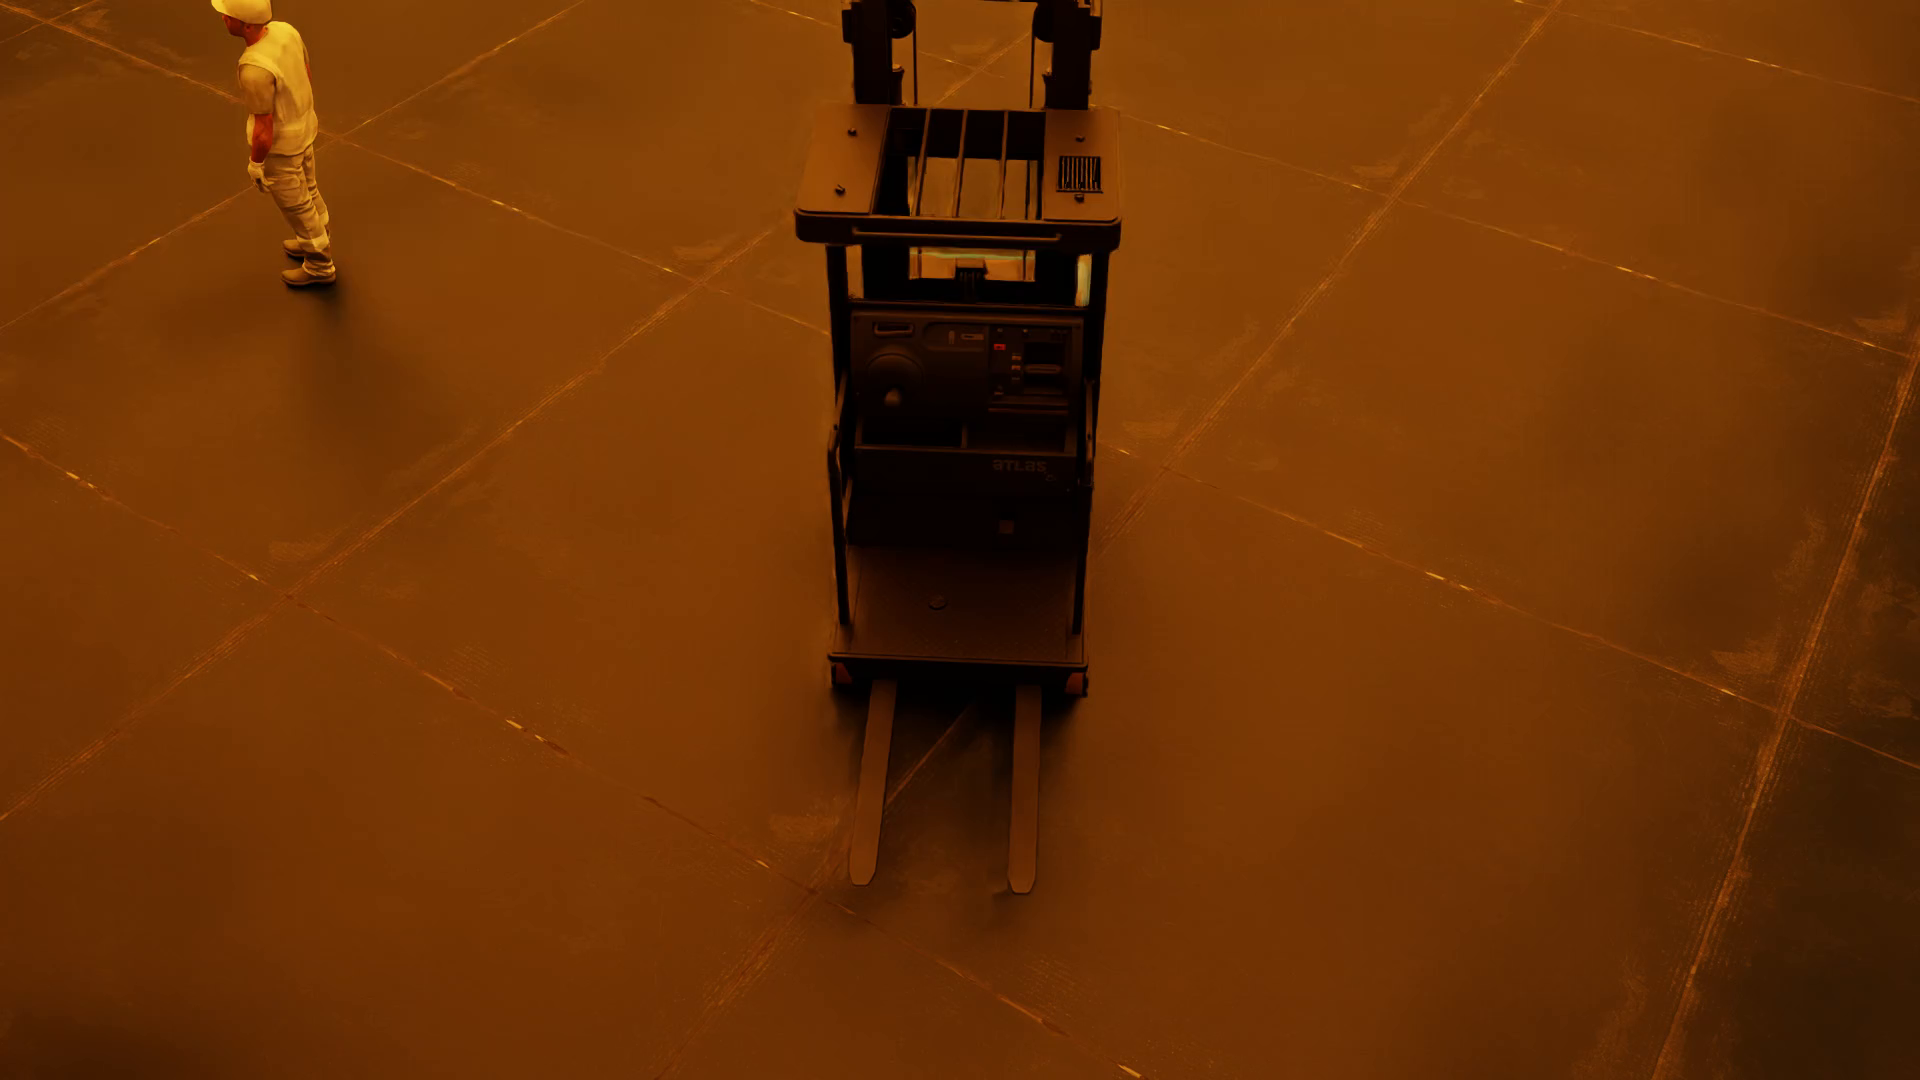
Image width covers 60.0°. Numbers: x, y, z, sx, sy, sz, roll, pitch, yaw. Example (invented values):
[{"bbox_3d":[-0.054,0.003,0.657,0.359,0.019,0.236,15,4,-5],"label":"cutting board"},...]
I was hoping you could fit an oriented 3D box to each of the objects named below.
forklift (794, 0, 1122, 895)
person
[{"bbox_3d":[0.015,-0.624,6.507,1.130,2.935,3.031,2,44,2],"label":"forklift"},{"bbox_3d":[-3.709,-2.156,8.942,0.564,1.788,0.637,4,44,4],"label":"person"}]
